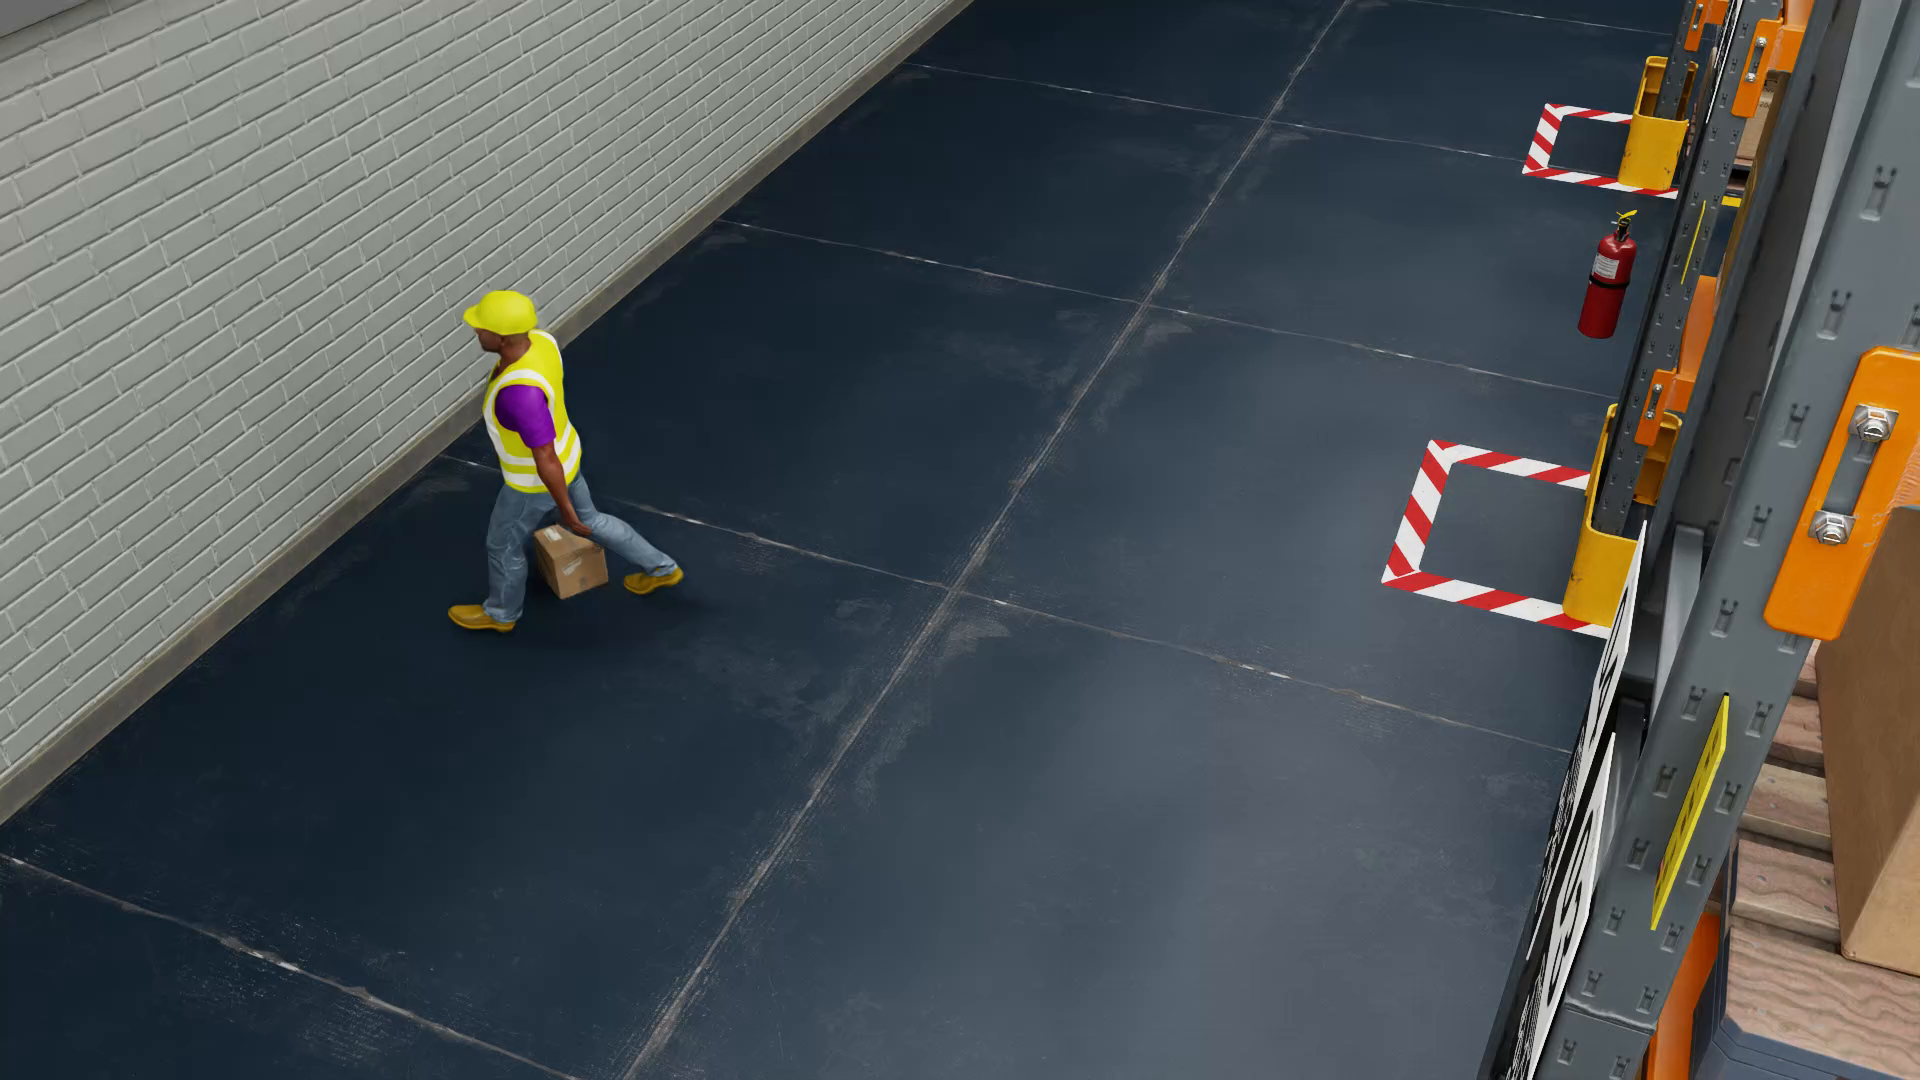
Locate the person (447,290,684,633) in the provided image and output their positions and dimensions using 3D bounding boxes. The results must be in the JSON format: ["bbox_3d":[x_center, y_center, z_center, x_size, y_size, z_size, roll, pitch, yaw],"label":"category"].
[{"bbox_3d":[-1.820,-0.323,7.257,1.062,1.728,0.605,0,37,0],"label":"person"}]
